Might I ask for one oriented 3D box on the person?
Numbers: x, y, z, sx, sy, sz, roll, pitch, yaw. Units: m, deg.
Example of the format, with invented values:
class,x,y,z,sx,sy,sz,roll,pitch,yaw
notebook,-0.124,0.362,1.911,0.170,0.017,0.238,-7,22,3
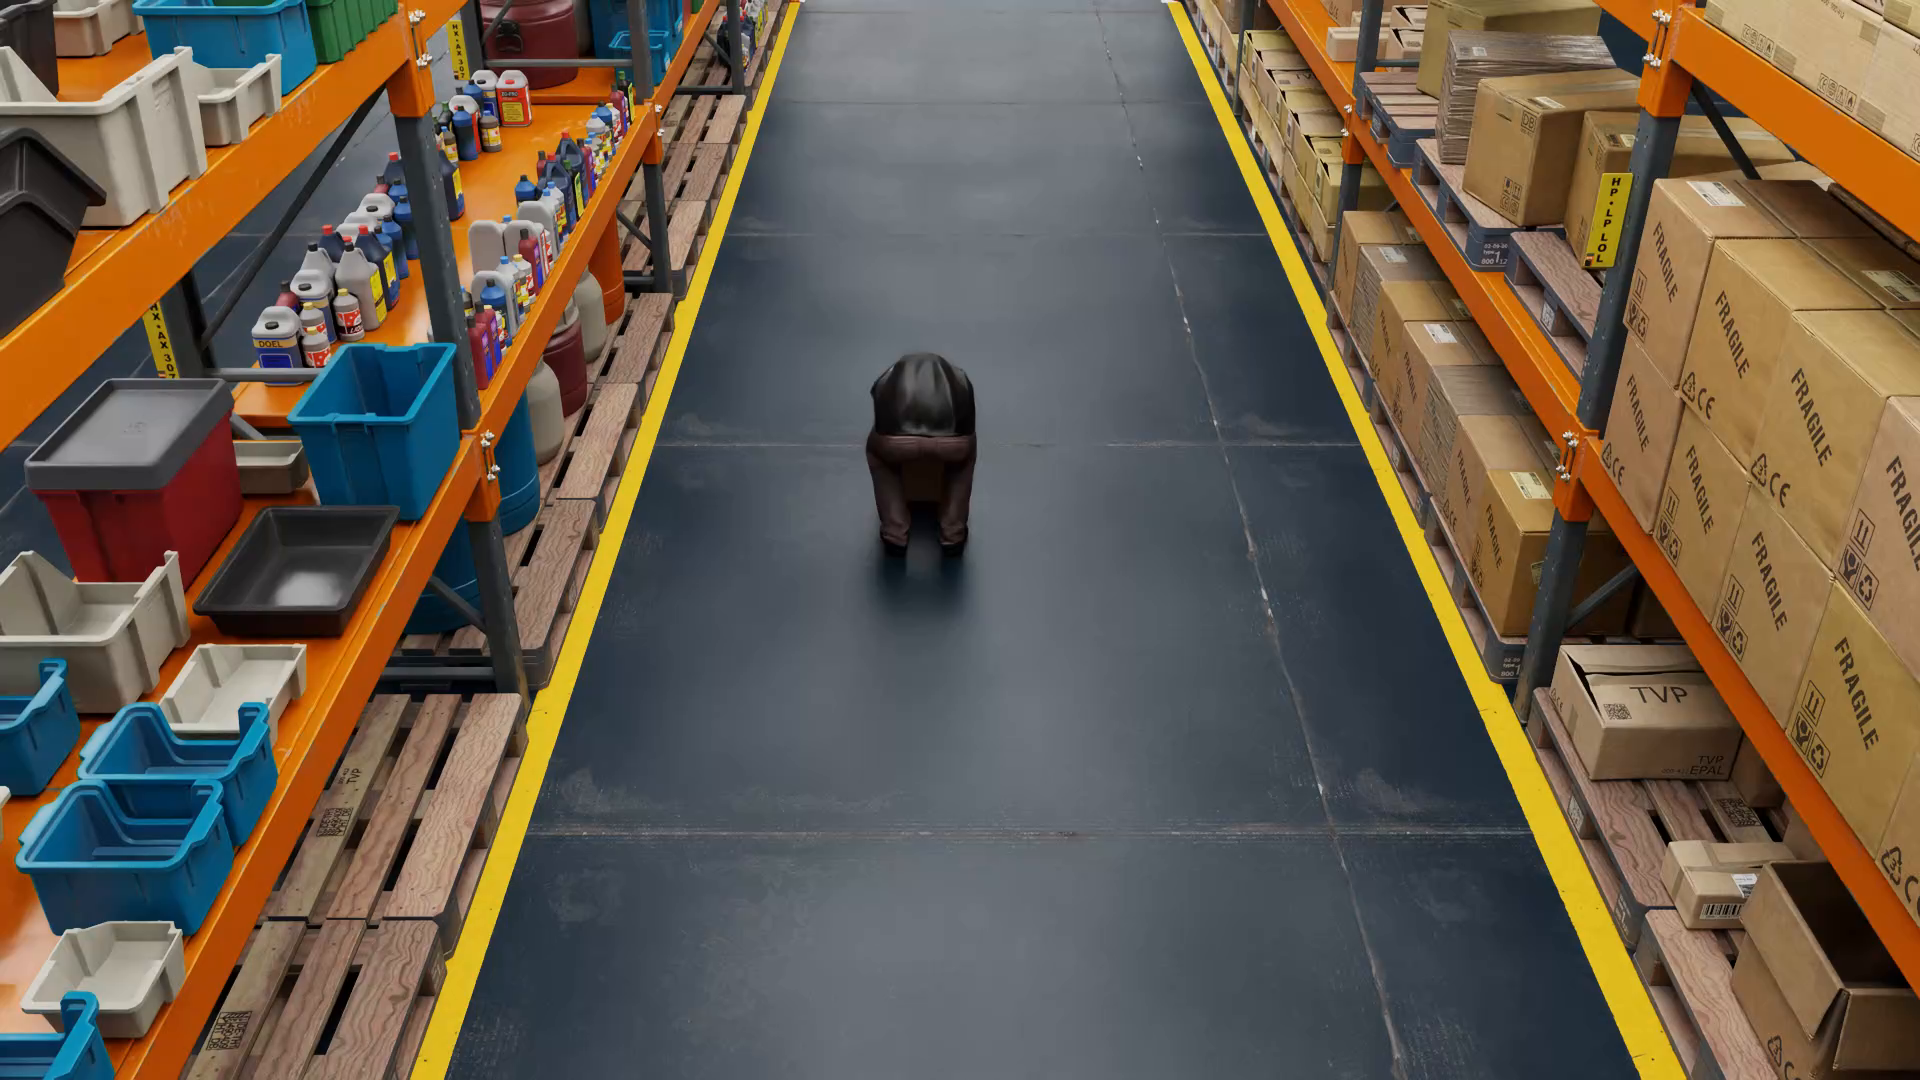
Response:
class,x,y,z,sx,sy,sz,roll,pitch,yaw
person,-0.179,-0.456,7.702,0.519,0.899,0.947,-2,31,-2
